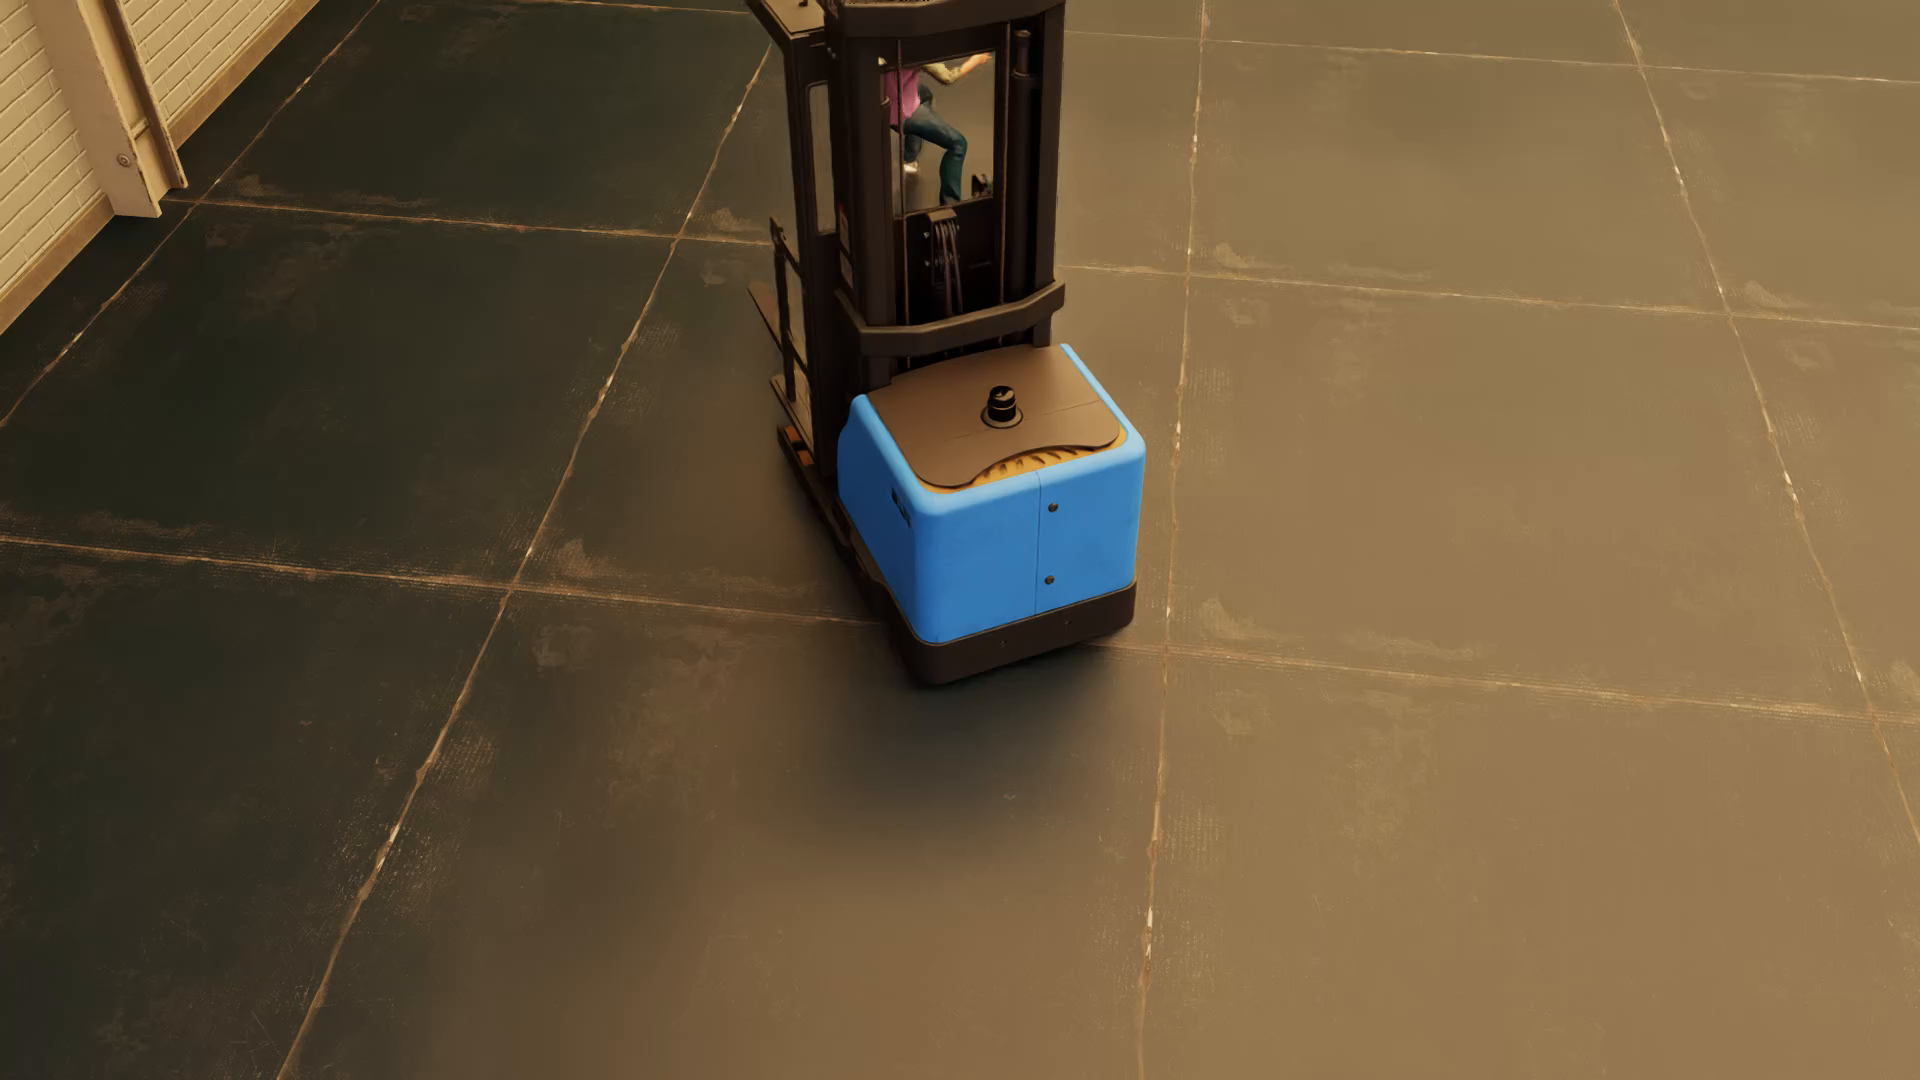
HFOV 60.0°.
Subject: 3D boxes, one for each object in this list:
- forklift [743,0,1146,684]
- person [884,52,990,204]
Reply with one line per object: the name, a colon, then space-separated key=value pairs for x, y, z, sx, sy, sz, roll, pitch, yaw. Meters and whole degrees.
forklift: x=-0.263 y=-1.468 z=7.322 sx=1.130 sy=2.935 sz=3.031 roll=-16 pitch=45 yaw=-17
person: x=-0.180 y=-2.615 z=9.720 sx=0.673 sy=1.371 sz=0.811 roll=-17 pitch=45 yaw=-17
